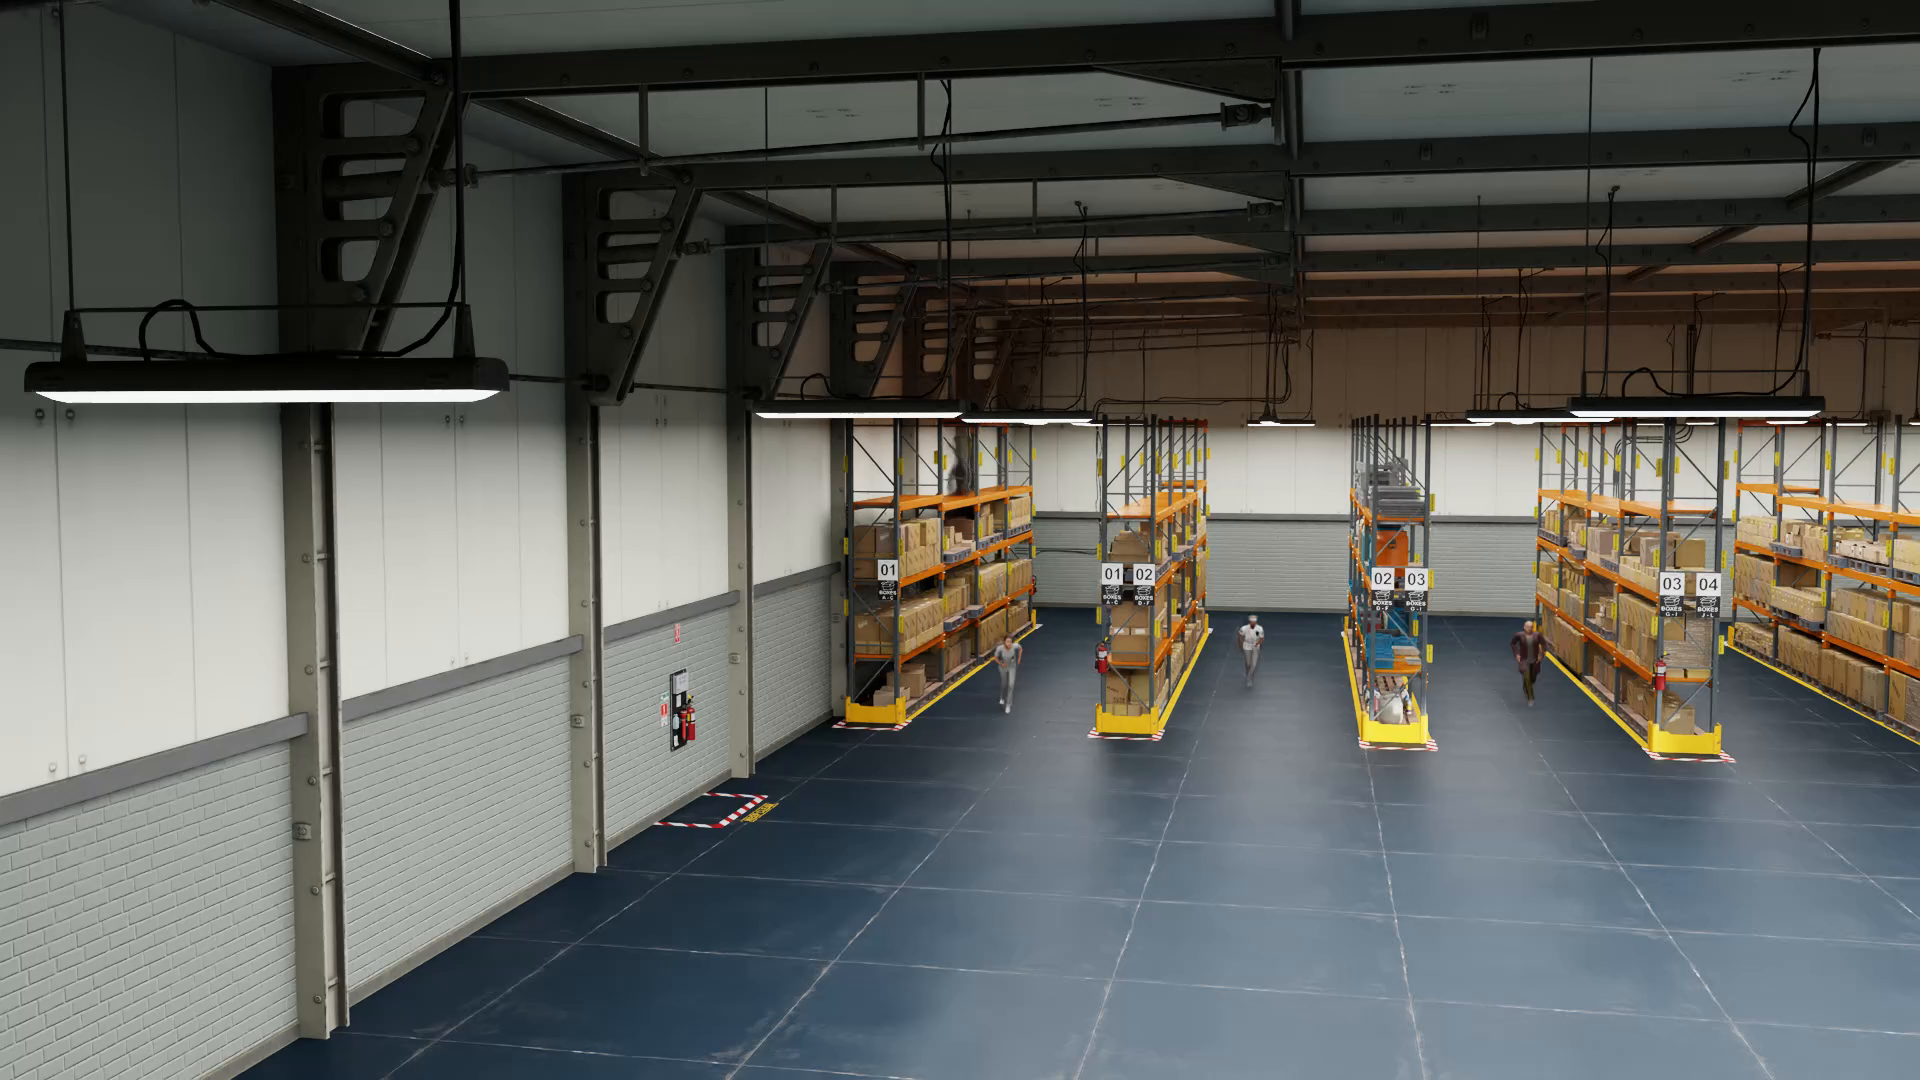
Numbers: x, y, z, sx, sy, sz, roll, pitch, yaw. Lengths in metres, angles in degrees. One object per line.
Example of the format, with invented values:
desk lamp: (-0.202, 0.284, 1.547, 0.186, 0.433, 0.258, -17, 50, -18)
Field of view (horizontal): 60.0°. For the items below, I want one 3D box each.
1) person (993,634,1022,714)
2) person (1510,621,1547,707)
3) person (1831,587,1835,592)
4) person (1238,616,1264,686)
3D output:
person: (0.958, 2.692, 33.942, 0.606, 1.626, 0.962, 0, 4, -6)
person: (11.862, 2.558, 34.735, 0.711, 1.777, 1.079, 1, 4, 8)
person: (22.393, 2.044, 42.826, 0.669, 1.659, 0.607, 0, 4, 3)
person: (6.502, 2.464, 37.120, 0.563, 1.619, 0.689, 0, 4, 1)
